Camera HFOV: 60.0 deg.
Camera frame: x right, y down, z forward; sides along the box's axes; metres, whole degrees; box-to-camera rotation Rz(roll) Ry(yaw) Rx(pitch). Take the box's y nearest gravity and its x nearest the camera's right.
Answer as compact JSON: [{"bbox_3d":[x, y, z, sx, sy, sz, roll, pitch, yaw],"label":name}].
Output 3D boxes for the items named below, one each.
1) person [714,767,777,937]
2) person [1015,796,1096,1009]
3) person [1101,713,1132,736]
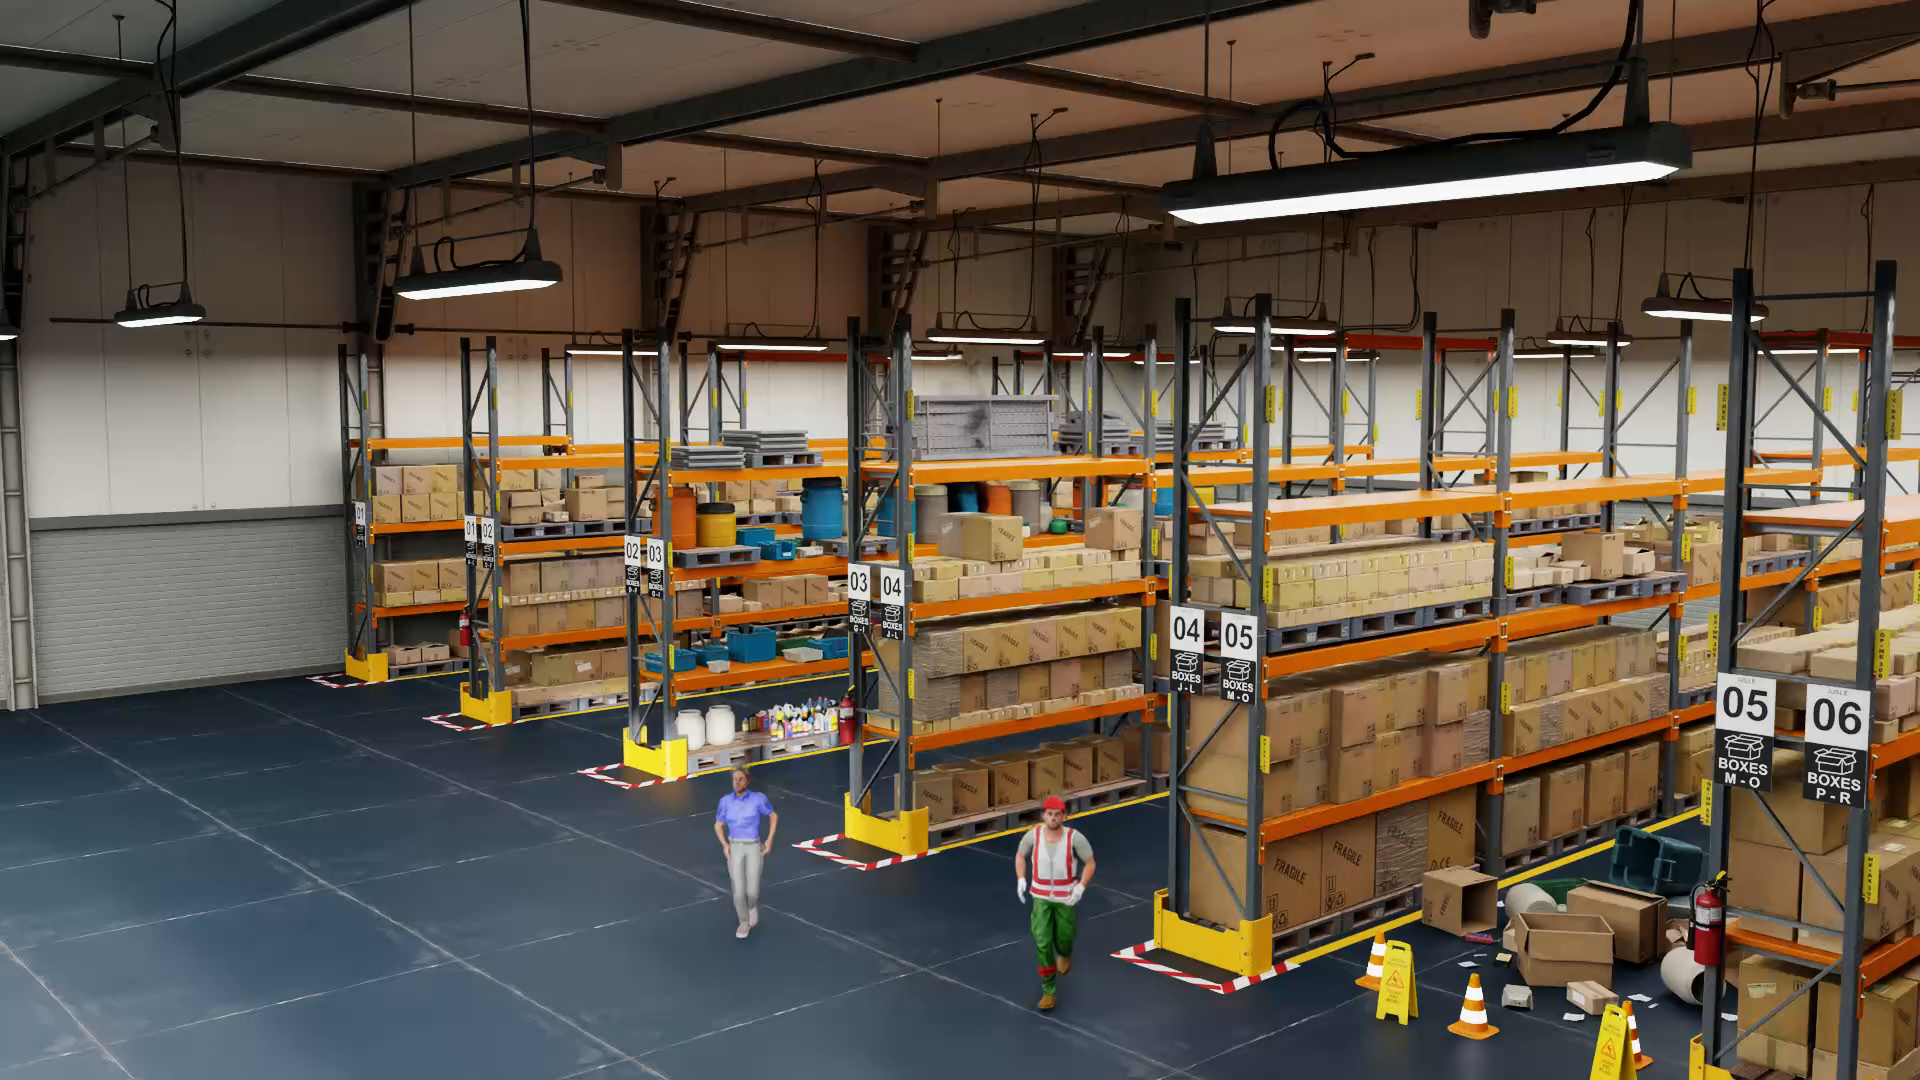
[{"bbox_3d":[-2.038,2.964,15.739,0.586,1.607,0.495,0,5,0],"label":"person"},{"bbox_3d":[0.805,3.025,14.151,0.693,1.751,0.787,1,5,8],"label":"person"},{"bbox_3d":[2.238,2.118,24.468,0.556,1.680,0.882,4,6,38],"label":"person"}]
